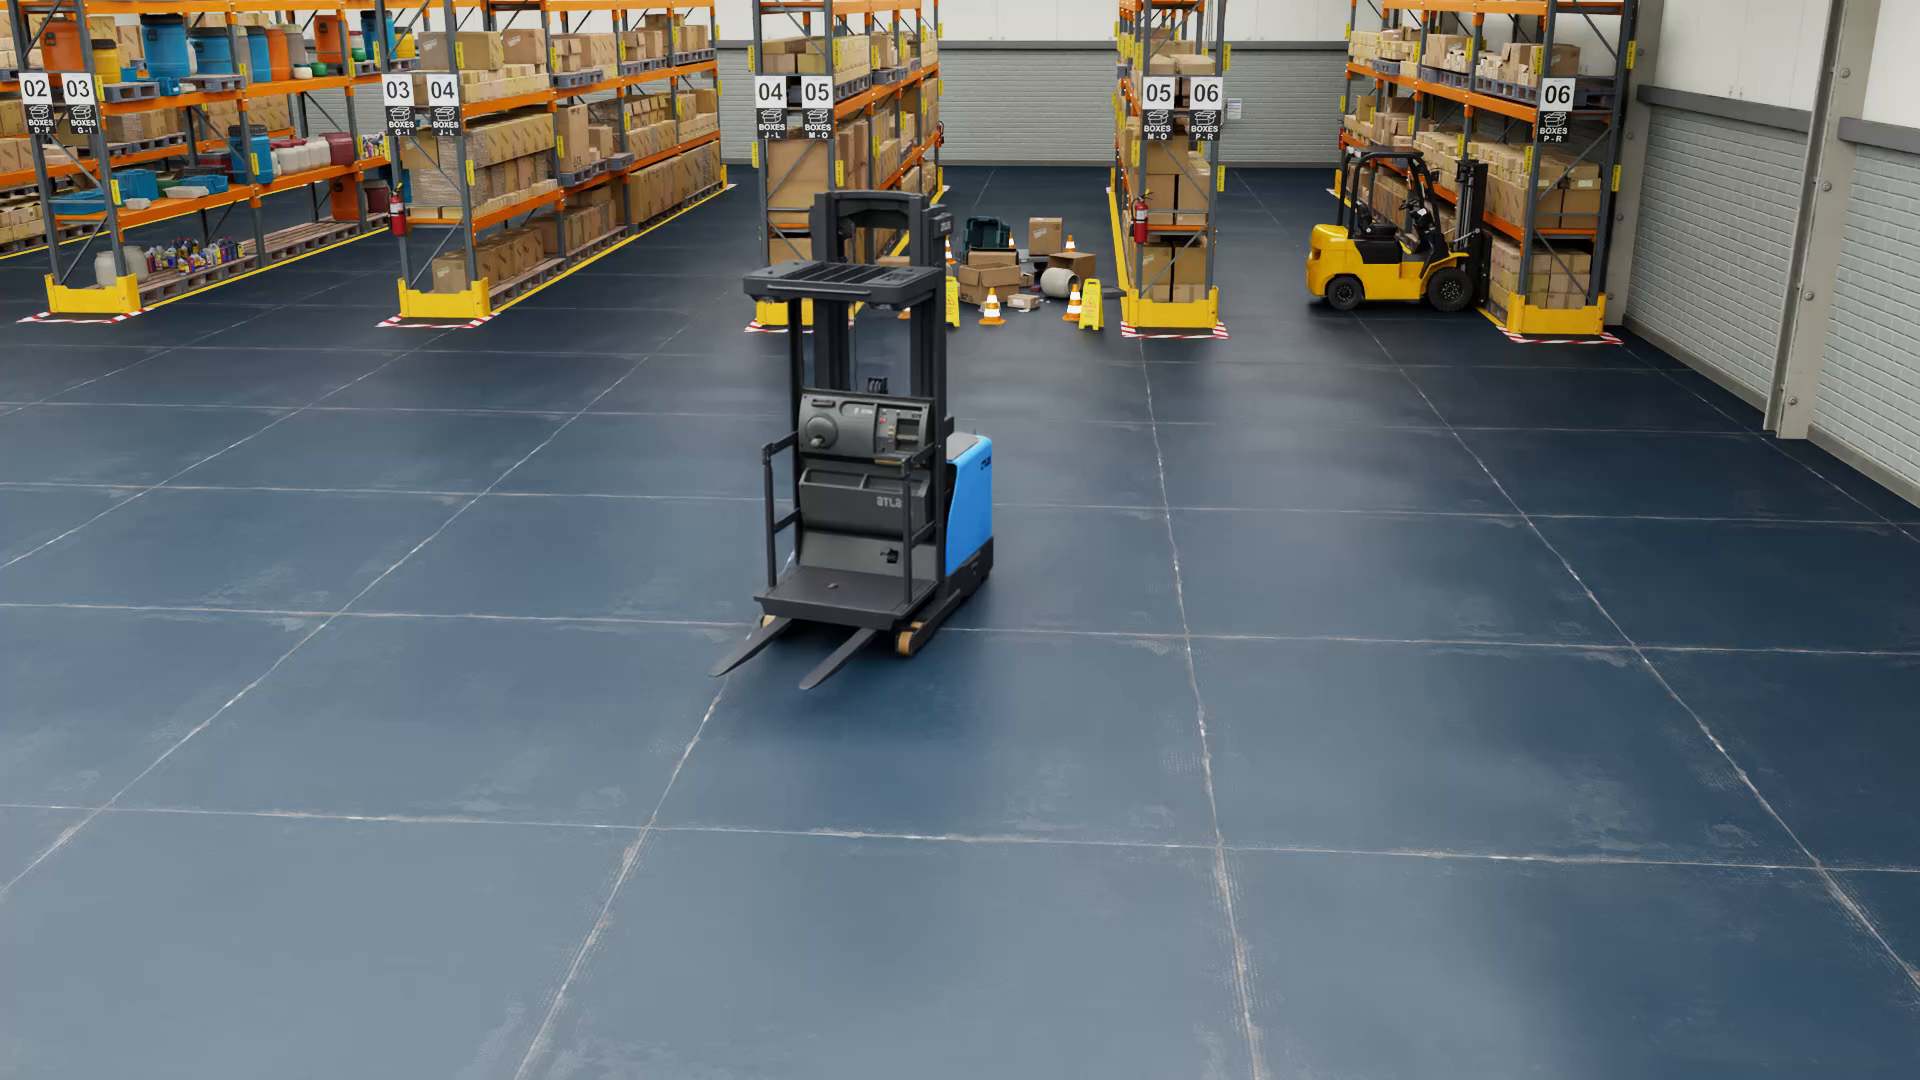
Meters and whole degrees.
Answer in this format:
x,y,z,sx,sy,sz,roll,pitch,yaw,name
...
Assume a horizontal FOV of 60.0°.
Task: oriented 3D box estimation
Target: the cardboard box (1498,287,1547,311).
x,y,z,sx,sy,sz,roll,pitch,yaw,name
7.488,-3.206,22.132,0.500,0.250,0.500,1,18,4,cardboard box

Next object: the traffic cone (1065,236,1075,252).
x,y,z,sx,sy,sz,roll,pitch,yaw,name
1.797,-4.723,27.094,0.336,0.463,0.334,1,18,4,traffic cone

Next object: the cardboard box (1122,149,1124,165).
x,y,z,sx,sy,sz,roll,pitch,yaw,name
3.169,-6.846,29.740,0.500,0.250,0.500,1,18,2,cardboard box

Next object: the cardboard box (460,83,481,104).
x,y,z,sx,sy,sz,roll,pitch,yaw,name
-6.774,-5.989,22.307,0.500,0.250,0.500,2,18,6,cardboard box

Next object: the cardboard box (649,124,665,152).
x,y,z,sx,sy,sz,roll,pitch,yaw,name
-6.040,-7.798,32.244,0.500,0.500,0.500,1,18,3,cardboard box

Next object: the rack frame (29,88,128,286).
x,y,z,sx,sy,sz,roll,pitch,yaw,name
-12.007,-4.602,22.649,1.000,3.000,0.127,1,18,4,rack frame

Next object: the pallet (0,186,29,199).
x,y,z,sx,sy,sz,roll,pitch,yaw,name
-20.895,-7.459,35.848,1.003,0.211,1.213,1,18,4,pallet

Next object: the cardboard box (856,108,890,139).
x,y,z,sx,sy,sz,roll,pitch,yaw,name
-1.595,-7.217,28.865,0.700,0.500,0.500,1,18,4,cardboard box

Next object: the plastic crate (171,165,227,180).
x,y,z,sx,sy,sz,roll,pitch,yaw,name
-11.884,-5.655,25.963,0.767,0.338,0.504,1,18,4,plastic crate

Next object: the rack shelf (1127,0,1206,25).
x,y,z,sx,sy,sz,roll,pitch,yaw,name
3.248,-8.452,26.564,1.077,0.370,4.000,1,18,4,rack shelf

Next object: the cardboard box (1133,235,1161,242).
x,y,z,sx,sy,sz,roll,pitch,yaw,name
2.575,-4.198,22.911,0.380,0.149,0.250,2,18,6,cardboard box

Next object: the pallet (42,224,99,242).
x,y,z,sx,sy,sz,roll,pitch,yaw,name
-16.471,-5.618,30.230,1.003,0.211,1.213,1,18,4,pallet

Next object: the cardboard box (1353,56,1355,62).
x,y,z,sx,sy,sz,roll,pitch,yaw,name
8.661,-10.342,35.753,0.380,0.149,0.250,2,18,5,cardboard box

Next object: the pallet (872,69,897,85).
x,y,z,sx,sy,sz,roll,pitch,yaw,name
-1.623,-7.621,27.349,1.003,0.211,1.213,2,18,6,pallet

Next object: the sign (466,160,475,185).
x,y,z,sx,sy,sz,roll,pitch,yaw,name
-6.525,-4.890,22.140,0.100,0.325,0.005,1,18,4,sign

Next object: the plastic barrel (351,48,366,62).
x,y,z,sx,sy,sz,roll,pitch,yaw,name
-11.128,-8.961,30.712,0.294,0.245,0.294,0,18,0,plastic barrel

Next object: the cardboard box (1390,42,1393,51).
x,y,z,sx,sy,sz,roll,pitch,yaw,name
8.147,-9.097,30.642,0.380,0.149,0.250,1,18,4,cardboard box

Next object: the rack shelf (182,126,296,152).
x,y,z,sx,sy,sz,roll,pitch,yaw,name
-15.943,-8.720,36.372,1.077,0.370,4.000,1,18,4,rack shelf

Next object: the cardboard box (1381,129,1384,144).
x,y,z,sx,sy,sz,roll,pitch,yaw,name
8.147,-7.600,31.341,0.396,0.266,0.258,2,18,7,cardboard box

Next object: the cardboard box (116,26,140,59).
x,y,z,sx,sy,sz,roll,pitch,yaw,name
-16.289,-9.591,32.064,0.600,0.600,0.600,1,18,2,cardboard box

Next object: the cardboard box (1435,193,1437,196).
x,y,z,sx,sy,sz,roll,pitch,yaw,name
8.737,-6.202,29.831,0.380,0.149,0.250,2,18,6,cardboard box

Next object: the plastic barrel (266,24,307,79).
x,y,z,sx,sy,sz,roll,pitch,yaw,name
-11.708,-8.500,28.923,0.600,0.901,0.600,0,18,0,plastic barrel

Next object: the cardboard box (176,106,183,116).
x,y,z,sx,sy,sz,roll,pitch,yaw,name
-16.309,-9.126,34.690,0.500,0.500,0.500,1,18,4,cardboard box

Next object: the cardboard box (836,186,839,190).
x,y,z,sx,sy,sz,roll,pitch,yaw,name
-2.127,-4.708,22.733,0.875,0.550,0.550,1,18,4,cardboard box

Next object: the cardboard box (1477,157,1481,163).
x,y,z,sx,sy,sz,roll,pitch,yaw,name
7.671,-5.428,23.970,0.380,0.149,0.250,2,18,5,cardboard box

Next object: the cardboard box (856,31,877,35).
x,y,z,sx,sy,sz,roll,pitch,yaw,name
-1.711,-9.202,30.481,0.396,0.266,0.258,1,18,4,cardboard box

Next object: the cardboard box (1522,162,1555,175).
x,y,z,sx,sy,sz,roll,pitch,yaw,name
7.571,-4.851,21.729,0.380,0.149,0.250,1,18,4,cardboard box

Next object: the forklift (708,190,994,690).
x,y,z,sx,sy,sz,roll,pitch,yaw,name
-0.722,-0.763,11.045,1.130,2.935,3.031,6,19,19,forklift

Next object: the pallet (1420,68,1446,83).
x,y,z,sx,sy,sz,roll,pitch,yaw,name
8.383,-7.768,27.798,1.213,0.211,1.003,2,18,6,pallet

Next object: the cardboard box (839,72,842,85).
x,y,z,sx,sy,sz,roll,pitch,yaw,name
-1.765,-6.081,21.914,0.380,0.149,0.250,1,18,4,cardboard box

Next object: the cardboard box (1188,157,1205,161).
x,y,z,sx,sy,sz,roll,pitch,yaw,name
3.258,-5.236,23.948,0.500,0.500,0.500,2,18,5,cardboard box

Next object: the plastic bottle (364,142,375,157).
x,y,z,sx,sy,sz,roll,pitch,yaw,name
-11.046,-7.298,31.078,0.152,0.276,0.135,1,18,4,plastic bottle

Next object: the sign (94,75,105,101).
x,y,z,sx,sy,sz,roll,pitch,yaw,name
-11.458,-6.018,22.139,0.100,0.325,0.005,1,18,4,sign

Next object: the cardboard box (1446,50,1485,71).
x,y,z,sx,sy,sz,roll,pitch,yaw,name
7.920,-7.501,25.990,0.500,0.311,0.500,1,18,2,cardboard box

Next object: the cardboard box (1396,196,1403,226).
x,y,z,sx,sy,sz,roll,pitch,yaw,name
8.205,-5.948,30.098,0.500,0.500,0.500,1,18,3,cardboard box

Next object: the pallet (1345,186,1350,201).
x,y,z,sx,sy,sz,roll,pitch,yaw,name
8.855,-7.533,36.074,1.003,0.211,1.213,1,18,4,pallet

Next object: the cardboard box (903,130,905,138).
x,y,z,sx,sy,sz,roll,pitch,yaw,name
-1.227,-7.601,31.054,0.380,0.149,0.250,1,18,3,cardboard box

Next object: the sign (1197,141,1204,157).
x,y,z,sx,sy,sz,roll,pitch,yaw,name
3.647,-5.914,25.264,0.100,0.325,0.005,1,18,4,sign

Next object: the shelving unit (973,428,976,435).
x,y,z,sx,sy,sz,roll,pitch,yaw,name
0.001,-0.430,13.291,0.258,0.900,0.210,1,18,4,shelving unit

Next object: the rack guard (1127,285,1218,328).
x,y,z,sx,sy,sz,roll,pitch,yaw,name
2.824,-3.106,22.098,1.175,0.500,0.348,1,18,4,rack guard

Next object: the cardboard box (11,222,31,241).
x,y,z,sx,sy,sz,roll,pitch,yaw,name
-16.312,-5.288,28.486,0.500,0.250,0.500,1,18,2,cardboard box

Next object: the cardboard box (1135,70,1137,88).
x,y,z,sx,sy,sz,roll,pitch,yaw,name
2.690,-6.405,23.098,0.500,0.250,0.500,1,18,4,cardboard box

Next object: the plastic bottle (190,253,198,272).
x,y,z,sx,sy,sz,roll,pitch,yaw,name
-11.541,-4.177,25.028,0.097,0.271,0.097,0,18,0,plastic bottle

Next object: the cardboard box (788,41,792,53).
x,y,z,sx,sy,sz,roll,pitch,yaw,name
-2.421,-6.471,21.824,0.380,0.149,0.250,1,18,4,cardboard box

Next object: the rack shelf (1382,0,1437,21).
x,y,z,sx,sy,sz,roll,pitch,yaw,name
8.486,-9.585,30.021,1.077,0.370,4.000,1,18,4,rack shelf

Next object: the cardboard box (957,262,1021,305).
x,y,z,sx,sy,sz,roll,pitch,yaw,name
0.419,-3.686,23.863,0.797,0.503,0.637,-13,22,-34,cardboard box

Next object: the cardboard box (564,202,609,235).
x,y,z,sx,sy,sz,roll,pitch,yaw,name
-6.548,-5.616,29.052,0.700,0.500,0.500,0,18,-1,cardboard box

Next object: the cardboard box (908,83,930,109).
x,y,z,sx,sy,sz,roll,pitch,yaw,name
-0.902,-9.192,34.414,0.500,0.500,0.500,2,18,5,cardboard box

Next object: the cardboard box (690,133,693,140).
x,y,z,sx,sy,sz,roll,pitch,yaw,name
-5.799,-8.428,34.731,0.380,0.149,0.250,1,18,2,cardboard box

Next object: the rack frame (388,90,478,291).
x,y,z,sx,sy,sz,roll,pitch,yaw,name
-7.066,-4.491,22.312,1.000,3.000,0.127,1,18,4,rack frame

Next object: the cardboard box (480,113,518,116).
x,y,z,sx,sy,sz,roll,pitch,yaw,name
-7.065,-6.263,25.477,0.500,0.500,0.500,1,18,4,cardboard box

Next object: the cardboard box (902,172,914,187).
x,y,z,sx,sy,sz,roll,pitch,yaw,name
-1.141,-6.883,31.748,0.500,0.250,0.500,0,18,1,cardboard box
